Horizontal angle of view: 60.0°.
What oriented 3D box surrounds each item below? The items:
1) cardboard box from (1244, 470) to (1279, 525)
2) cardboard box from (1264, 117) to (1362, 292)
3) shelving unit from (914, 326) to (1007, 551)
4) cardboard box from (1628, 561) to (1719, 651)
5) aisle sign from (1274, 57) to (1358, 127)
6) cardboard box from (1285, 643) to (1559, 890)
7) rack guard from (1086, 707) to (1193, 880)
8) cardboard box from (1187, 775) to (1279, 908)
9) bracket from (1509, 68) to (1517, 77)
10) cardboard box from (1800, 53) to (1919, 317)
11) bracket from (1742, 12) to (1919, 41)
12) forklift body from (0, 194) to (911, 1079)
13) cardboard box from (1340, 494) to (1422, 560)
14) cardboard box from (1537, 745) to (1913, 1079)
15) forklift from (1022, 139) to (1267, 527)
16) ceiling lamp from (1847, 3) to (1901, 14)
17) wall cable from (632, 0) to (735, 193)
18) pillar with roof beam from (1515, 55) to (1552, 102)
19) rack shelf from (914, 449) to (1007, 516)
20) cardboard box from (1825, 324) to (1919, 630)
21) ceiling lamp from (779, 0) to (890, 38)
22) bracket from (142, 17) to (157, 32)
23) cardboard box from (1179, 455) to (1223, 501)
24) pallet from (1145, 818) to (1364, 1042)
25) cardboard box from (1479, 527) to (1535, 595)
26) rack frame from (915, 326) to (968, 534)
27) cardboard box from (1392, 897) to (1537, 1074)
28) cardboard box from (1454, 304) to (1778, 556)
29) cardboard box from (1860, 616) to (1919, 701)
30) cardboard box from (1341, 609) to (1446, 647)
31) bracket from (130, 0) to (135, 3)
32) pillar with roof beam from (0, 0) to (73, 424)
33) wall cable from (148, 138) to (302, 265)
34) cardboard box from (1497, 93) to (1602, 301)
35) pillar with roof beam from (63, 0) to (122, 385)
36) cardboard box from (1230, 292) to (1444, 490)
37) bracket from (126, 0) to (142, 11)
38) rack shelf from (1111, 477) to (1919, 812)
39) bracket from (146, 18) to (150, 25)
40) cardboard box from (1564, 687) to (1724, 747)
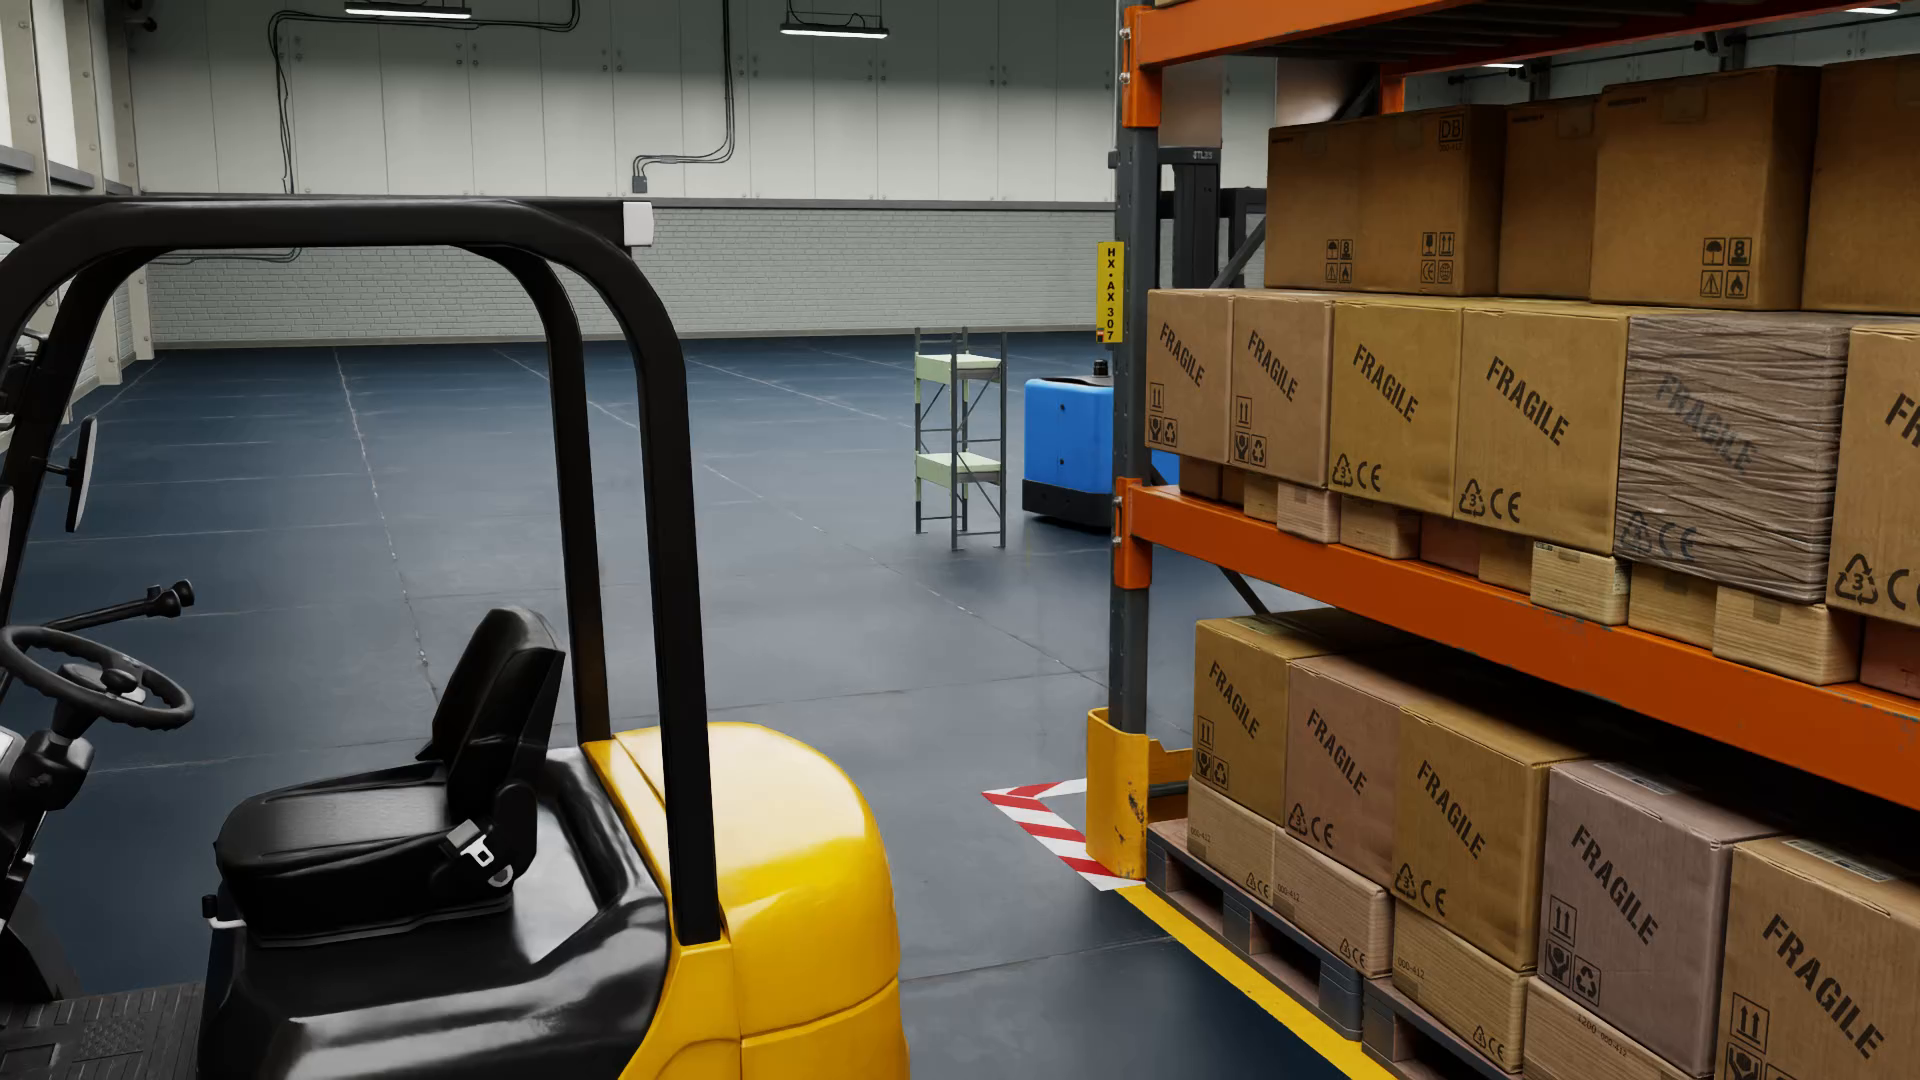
[{"bbox_3d":[1.055,-0.136,4.839,0.380,0.149,0.250,-4,11,-23],"label":"cardboard box"},{"bbox_3d":[1.388,-1.036,5.188,0.700,0.500,0.500,-4,11,-22],"label":"cardboard box"},{"bbox_3d":[-0.002,-0.739,11.795,0.431,1.500,0.755,-4,11,-21],"label":"shelving unit"},{"bbox_3d":[1.612,0.117,3.416,0.380,0.149,0.250,-4,11,-22],"label":"cardboard box"},{"bbox_3d":[1.247,-1.726,5.634,0.394,0.787,0.004,-4,11,-21],"label":"aisle sign"},{"bbox_3d":[1.237,0.599,4.501,0.500,0.500,0.500,-4,11,-23],"label":"cardboard box"},{"bbox_3d":[1.027,0.826,5.851,1.175,0.500,0.348,-4,11,-21],"label":"rack guard"},{"bbox_3d":[1.034,0.879,5.067,0.500,0.250,0.500,-4,11,-21],"label":"cardboard box"},{"bbox_3d":[13.793,-11.598,41.147,0.235,0.232,0.430,-4,11,-21],"label":"bracket"},{"bbox_3d":[2.170,-0.706,3.337,0.700,0.500,0.500,-4,11,-22],"label":"cardboard box"},{"bbox_3d":[17.202,-10.062,32.516,0.076,0.066,4.783,-4,11,-21],"label":"bracket"},{"bbox_3d":[-1.238,0.510,2.912,2.313,2.155,1.214,-4,11,-21],"label":"forklift body"},{"bbox_3d":[1.229,-0.052,4.364,0.380,0.149,0.250,-4,11,-19],"label":"cardboard box"},{"bbox_3d":[1.612,0.768,3.550,0.500,0.500,0.500,-3,11,-18],"label":"cardboard box"},{"bbox_3d":[1.999,-1.680,12.996,3.031,2.935,1.130,-6,12,-32],"label":"forklift"},{"bbox_3d":[14.353,-10.222,27.022,2.000,3.185,0.800,-4,11,-21],"label":"ceiling lamp"},{"bbox_3d":[-6.066,-10.620,36.220,2.305,6.003,0.169,-4,11,-21],"label":"wall cable"},{"bbox_3d":[10.262,-9.507,39.673,9.100,9.000,0.548,-4,11,-21],"label":"pillar with roof beam"},{"bbox_3d":[-0.002,-0.419,11.852,0.431,0.370,0.720,-4,11,-21],"label":"rack shelf"},{"bbox_3d":[1.863,-0.100,2.785,0.500,0.500,0.500,-4,11,-19],"label":"cardboard box"},{"bbox_3d":[-2.370,-10.795,30.244,2.000,3.185,0.800,-4,11,-21],"label":"ceiling lamp"},{"bbox_3d":[-15.763,-10.031,32.337,0.235,0.232,0.430,-4,11,-21],"label":"bracket"},{"bbox_3d":[0.929,-0.225,5.338,0.380,0.149,0.250,-4,11,-21],"label":"cardboard box"},{"bbox_3d":[1.288,1.103,5.118,1.003,0.211,1.213,-4,11,-21],"label":"pallet"},{"bbox_3d":[1.449,0.032,3.891,0.380,0.149,0.250,-4,11,-22],"label":"cardboard box"},{"bbox_3d":[-0.135,-0.799,12.131,0.400,1.500,0.023,-4,11,-21],"label":"rack frame"},{"bbox_3d":[1.421,1.051,4.099,0.500,0.250,0.500,-3,11,-17],"label":"cardboard box"},{"bbox_3d":[1.481,-0.268,3.728,0.500,0.500,0.500,-4,11,-22],"label":"cardboard box"},{"bbox_3d":[1.852,0.197,2.966,0.380,0.149,0.250,-4,11,-22],"label":"cardboard box"},{"bbox_3d":[1.533,0.475,5.198,0.500,0.500,0.500,-4,11,-21],"label":"cardboard box"},{"bbox_3d":[-13.670,-9.088,27.036,0.076,0.066,4.783,-4,11,-21],"label":"bracket"},{"bbox_3d":[-6.724,-6.096,20.494,9.100,9.000,0.400,-4,11,-21],"label":"pillar with roof beam"},{"bbox_3d":[-14.920,-6.817,33.417,3.097,2.526,0.112,-4,11,-21],"label":"wall cable"},{"bbox_3d":[1.845,-0.876,4.290,0.700,0.500,0.500,-4,11,-22],"label":"cardboard box"},{"bbox_3d":[-8.898,-7.075,26.000,9.100,9.000,0.548,-4,11,-21],"label":"pillar with roof beam"},{"bbox_3d":[1.103,-0.434,4.659,0.500,0.500,0.500,-4,11,-19],"label":"cardboard box"},{"bbox_3d":[-14.603,-9.508,29.401,0.235,0.232,0.430,-4,11,-21],"label":"bracket"},{"bbox_3d":[1.724,0.263,3.929,1.077,0.370,4.000,-4,11,-21],"label":"rack shelf"},{"bbox_3d":[-15.549,-9.934,31.795,0.076,0.066,3.189,-4,11,-21],"label":"bracket"},{"bbox_3d":[1.901,0.642,4.254,0.500,0.500,0.500,-4,11,-22],"label":"cardboard box"}]
